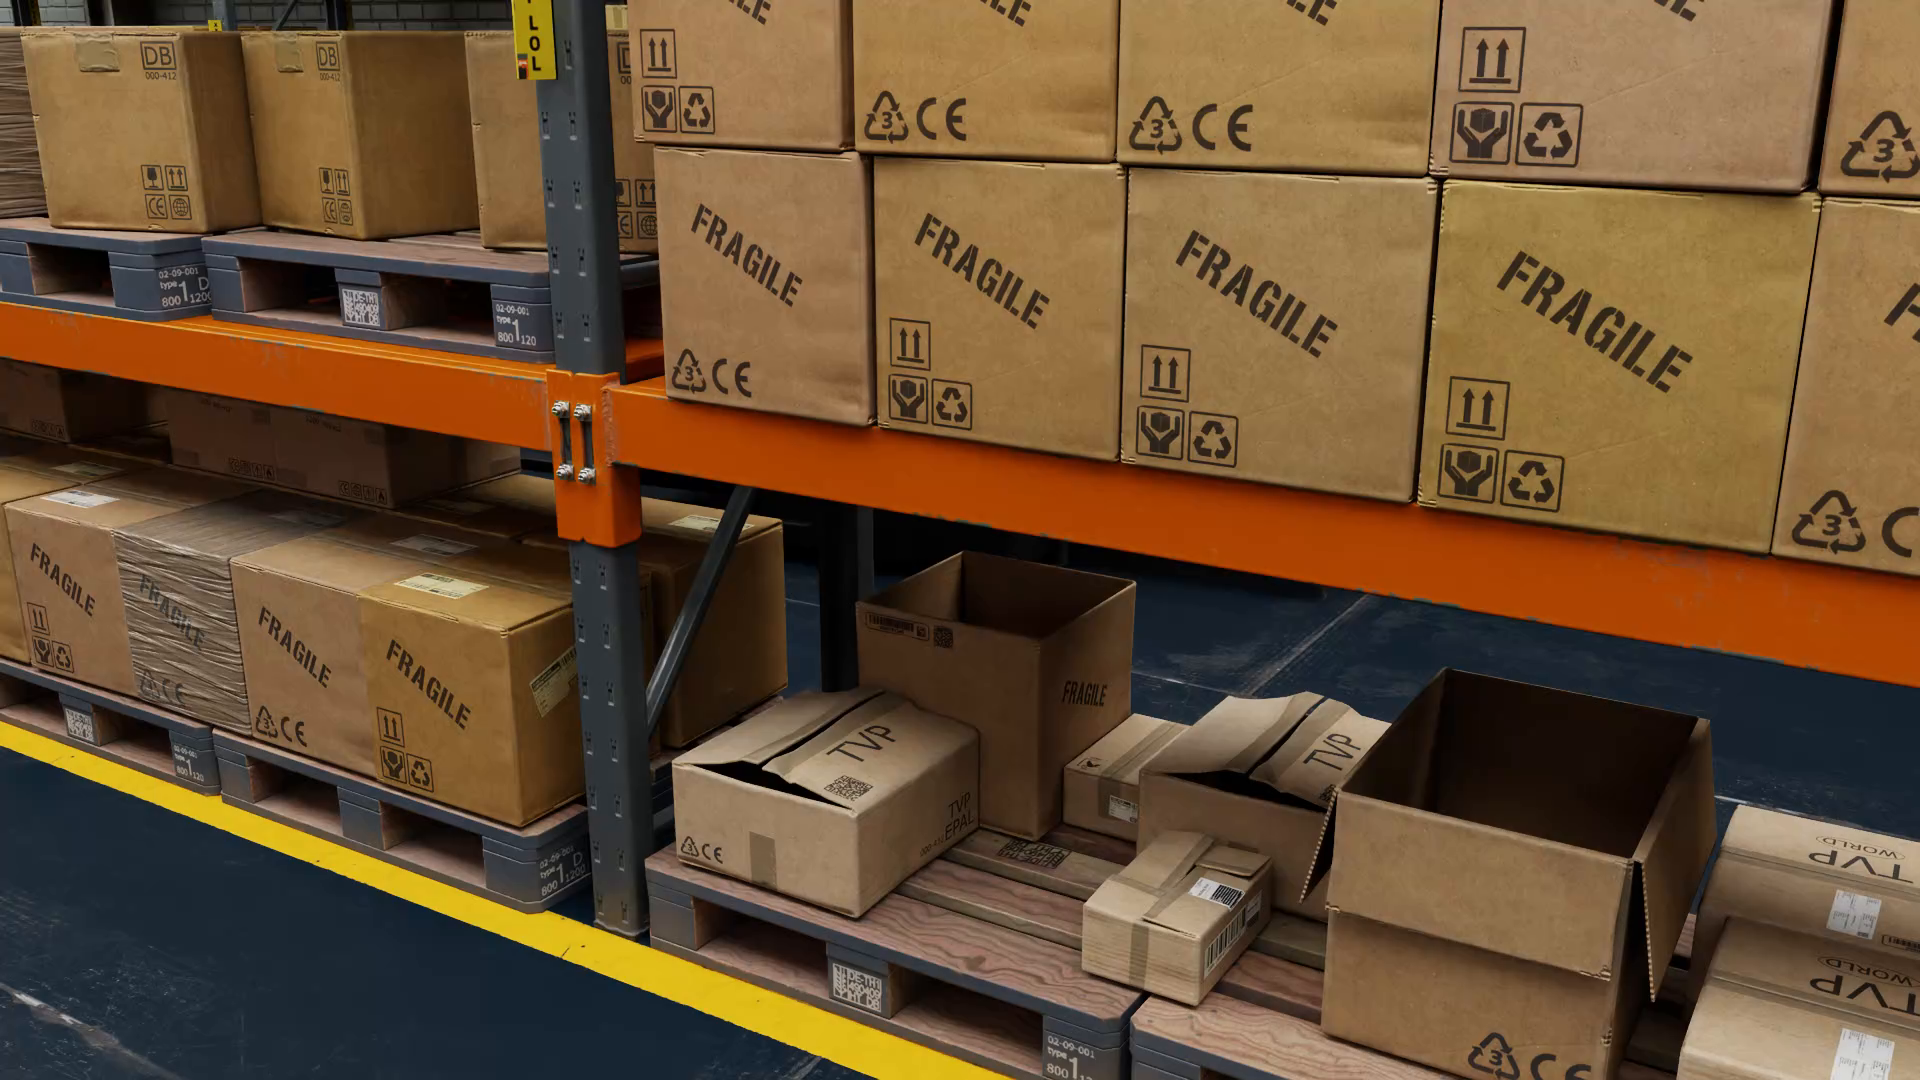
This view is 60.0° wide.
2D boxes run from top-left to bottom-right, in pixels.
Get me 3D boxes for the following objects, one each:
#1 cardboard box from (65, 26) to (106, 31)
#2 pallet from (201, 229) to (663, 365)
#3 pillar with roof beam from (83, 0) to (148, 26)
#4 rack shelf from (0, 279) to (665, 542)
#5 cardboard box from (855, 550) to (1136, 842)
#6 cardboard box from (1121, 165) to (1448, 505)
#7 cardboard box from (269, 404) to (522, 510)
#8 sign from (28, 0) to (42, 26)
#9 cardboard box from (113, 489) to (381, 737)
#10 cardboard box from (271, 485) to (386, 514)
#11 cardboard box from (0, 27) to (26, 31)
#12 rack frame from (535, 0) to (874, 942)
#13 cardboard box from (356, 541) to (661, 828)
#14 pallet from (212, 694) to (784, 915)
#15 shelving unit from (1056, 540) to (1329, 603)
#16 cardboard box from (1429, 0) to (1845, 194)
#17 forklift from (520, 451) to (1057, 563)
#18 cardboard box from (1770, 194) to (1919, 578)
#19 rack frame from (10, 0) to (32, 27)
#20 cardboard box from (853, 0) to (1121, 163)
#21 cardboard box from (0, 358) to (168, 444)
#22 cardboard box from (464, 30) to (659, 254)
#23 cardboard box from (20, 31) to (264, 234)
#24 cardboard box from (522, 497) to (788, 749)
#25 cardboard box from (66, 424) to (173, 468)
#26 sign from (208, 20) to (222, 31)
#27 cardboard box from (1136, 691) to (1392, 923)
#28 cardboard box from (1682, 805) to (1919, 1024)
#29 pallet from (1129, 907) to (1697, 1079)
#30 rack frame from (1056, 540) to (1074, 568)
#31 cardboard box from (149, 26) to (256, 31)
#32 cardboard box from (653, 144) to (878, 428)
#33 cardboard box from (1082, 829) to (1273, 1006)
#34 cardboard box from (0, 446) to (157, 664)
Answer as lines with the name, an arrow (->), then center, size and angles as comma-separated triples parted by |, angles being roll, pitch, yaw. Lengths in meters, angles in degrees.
cardboard box -> -6.186, -3.532, 12.282 | 0.500, 0.500, 0.500 | 9, 19, 28
pallet -> -1.165, -0.699, 4.352 | 1.213, 0.211, 1.003 | 10, 20, 30
pillar with roof beam -> -9.382, -5.607, 9.857 | 0.400, 9.000, 9.100 | 10, 20, 30
rack shelf -> -2.246, -0.602, 4.941 | 4.000, 0.370, 1.077 | 10, 20, 30
cardboard box -> 0.092, 0.360, 4.080 | 0.500, 0.500, 0.500 | 10, 20, 30
cardboard box -> 0.613, -0.391, 2.836 | 0.500, 0.500, 0.500 | 10, 20, 30
cardboard box -> -1.678, -0.302, 4.967 | 0.500, 0.250, 0.500 | 10, 20, 30
sign -> -7.870, -4.535, 14.113 | 0.005, 0.325, 0.100 | 10, 20, 30
cardboard box -> -1.956, 0.186, 4.653 | 0.500, 0.500, 0.500 | 10, 20, 31
cardboard box -> -1.708, 0.053, 5.089 | 0.500, 0.500, 0.500 | 10, 20, 31
cardboard box -> -7.075, -3.687, 12.791 | 0.500, 0.500, 0.500 | 9, 19, 28
rack frame -> -0.542, -0.642, 3.835 | 0.127, 3.000, 1.000 | 10, 20, 30
cardboard box -> -1.112, 0.339, 4.147 | 0.500, 0.500, 0.500 | 10, 20, 30
pallet -> -1.254, 0.578, 4.616 | 1.213, 0.211, 1.003 | 10, 20, 30
shelving unit -> 0.958, -0.436, 6.380 | 1.048, 1.125, 0.538 | 7, 18, 23
cardboard box -> 1.031, -0.792, 2.436 | 0.500, 0.500, 0.500 | 11, 20, 32
forklift -> -0.945, -1.525, 6.859 | 3.031, 2.935, 1.130 | 7, 18, 23
cardboard box -> 1.477, -0.238, 2.331 | 0.500, 0.500, 0.500 | 10, 20, 30
rack frame -> -8.178, -3.695, 13.884 | 0.127, 3.000, 1.000 | 10, 20, 30
cardboard box -> 0.153, -0.949, 2.951 | 0.500, 0.500, 0.500 | 9, 19, 28
cardboard box -> -2.980, -0.532, 5.726 | 0.500, 0.250, 0.500 | 11, 20, 32
cardboard box -> -0.828, -1.018, 4.179 | 0.500, 0.500, 0.700 | 4, 17, 12
cardboard box -> -2.079, -1.144, 4.593 | 0.500, 0.500, 0.700 | 5, 18, 16
cardboard box -> -0.826, 0.209, 4.575 | 0.500, 0.500, 0.500 | 9, 19, 28
cardboard box -> -2.589, -0.102, 5.601 | 0.500, 0.500, 0.500 | 9, 19, 28
sign -> -5.047, -3.365, 11.309 | 0.005, 0.325, 0.100 | 10, 20, 30
cardboard box -> 0.732, 0.564, 3.732 | 0.500, 0.311, 0.500 | 10, 20, 30
cardboard box -> 1.700, 0.766, 3.172 | 0.500, 0.250, 0.500 | 10, 20, 30
pallet -> 1.087, 0.982, 3.285 | 1.213, 0.211, 1.003 | 10, 20, 30
rack frame -> 0.494, -0.496, 6.578 | 0.032, 1.125, 0.500 | 7, 18, 23
cardboard box -> -5.334, -3.378, 11.776 | 0.500, 0.500, 0.500 | 10, 20, 30
cardboard box -> -0.250, -0.545, 3.343 | 0.500, 0.500, 0.500 | 11, 20, 31
cardboard box -> 0.445, 0.749, 3.371 | 0.250, 0.166, 0.380 | 10, 20, 30
cardboard box -> -2.838, 0.031, 5.163 | 0.500, 0.500, 0.500 | 10, 19, 29
